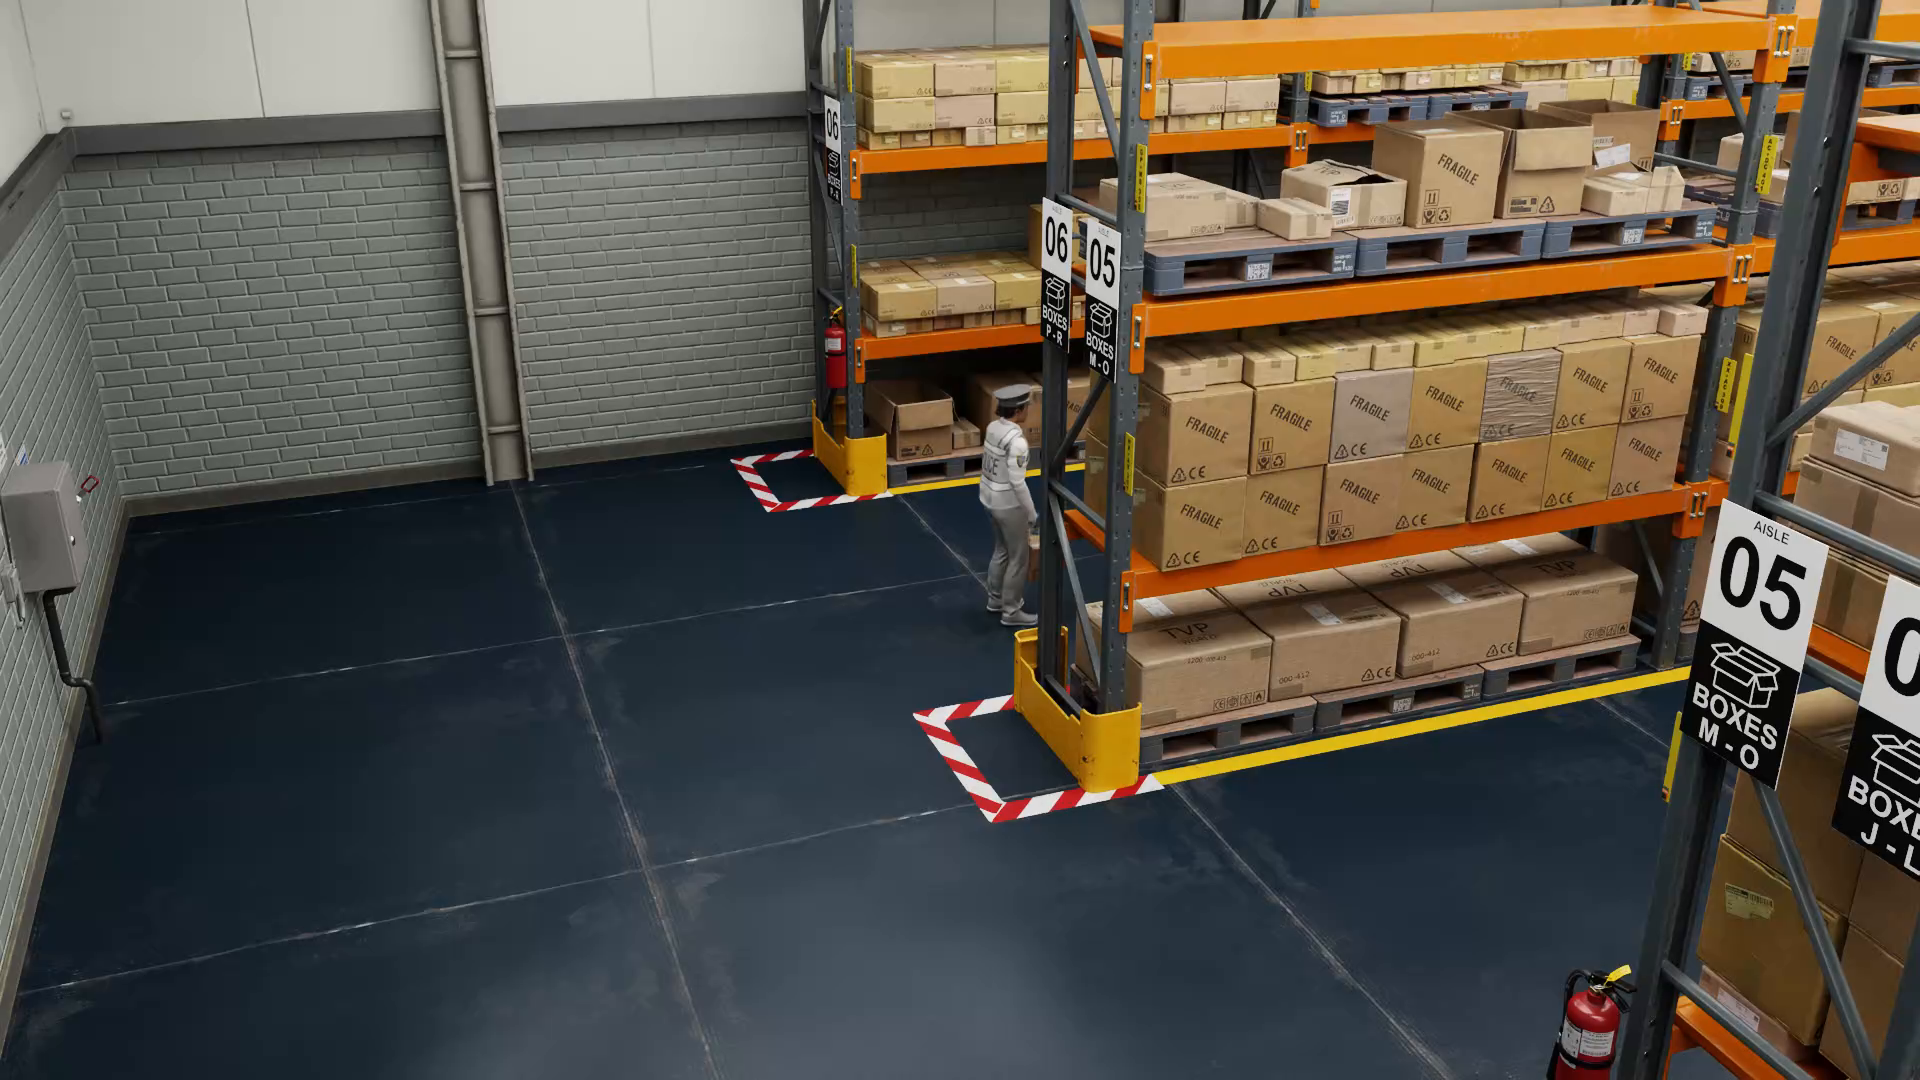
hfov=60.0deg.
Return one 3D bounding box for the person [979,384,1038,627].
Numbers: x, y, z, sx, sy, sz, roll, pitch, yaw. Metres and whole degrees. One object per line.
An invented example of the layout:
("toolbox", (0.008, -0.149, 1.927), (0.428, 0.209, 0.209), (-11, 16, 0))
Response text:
("person", (0.329, -0.242, 11.384), (0.359, 1.669, 0.510), (-9, 24, -20))
